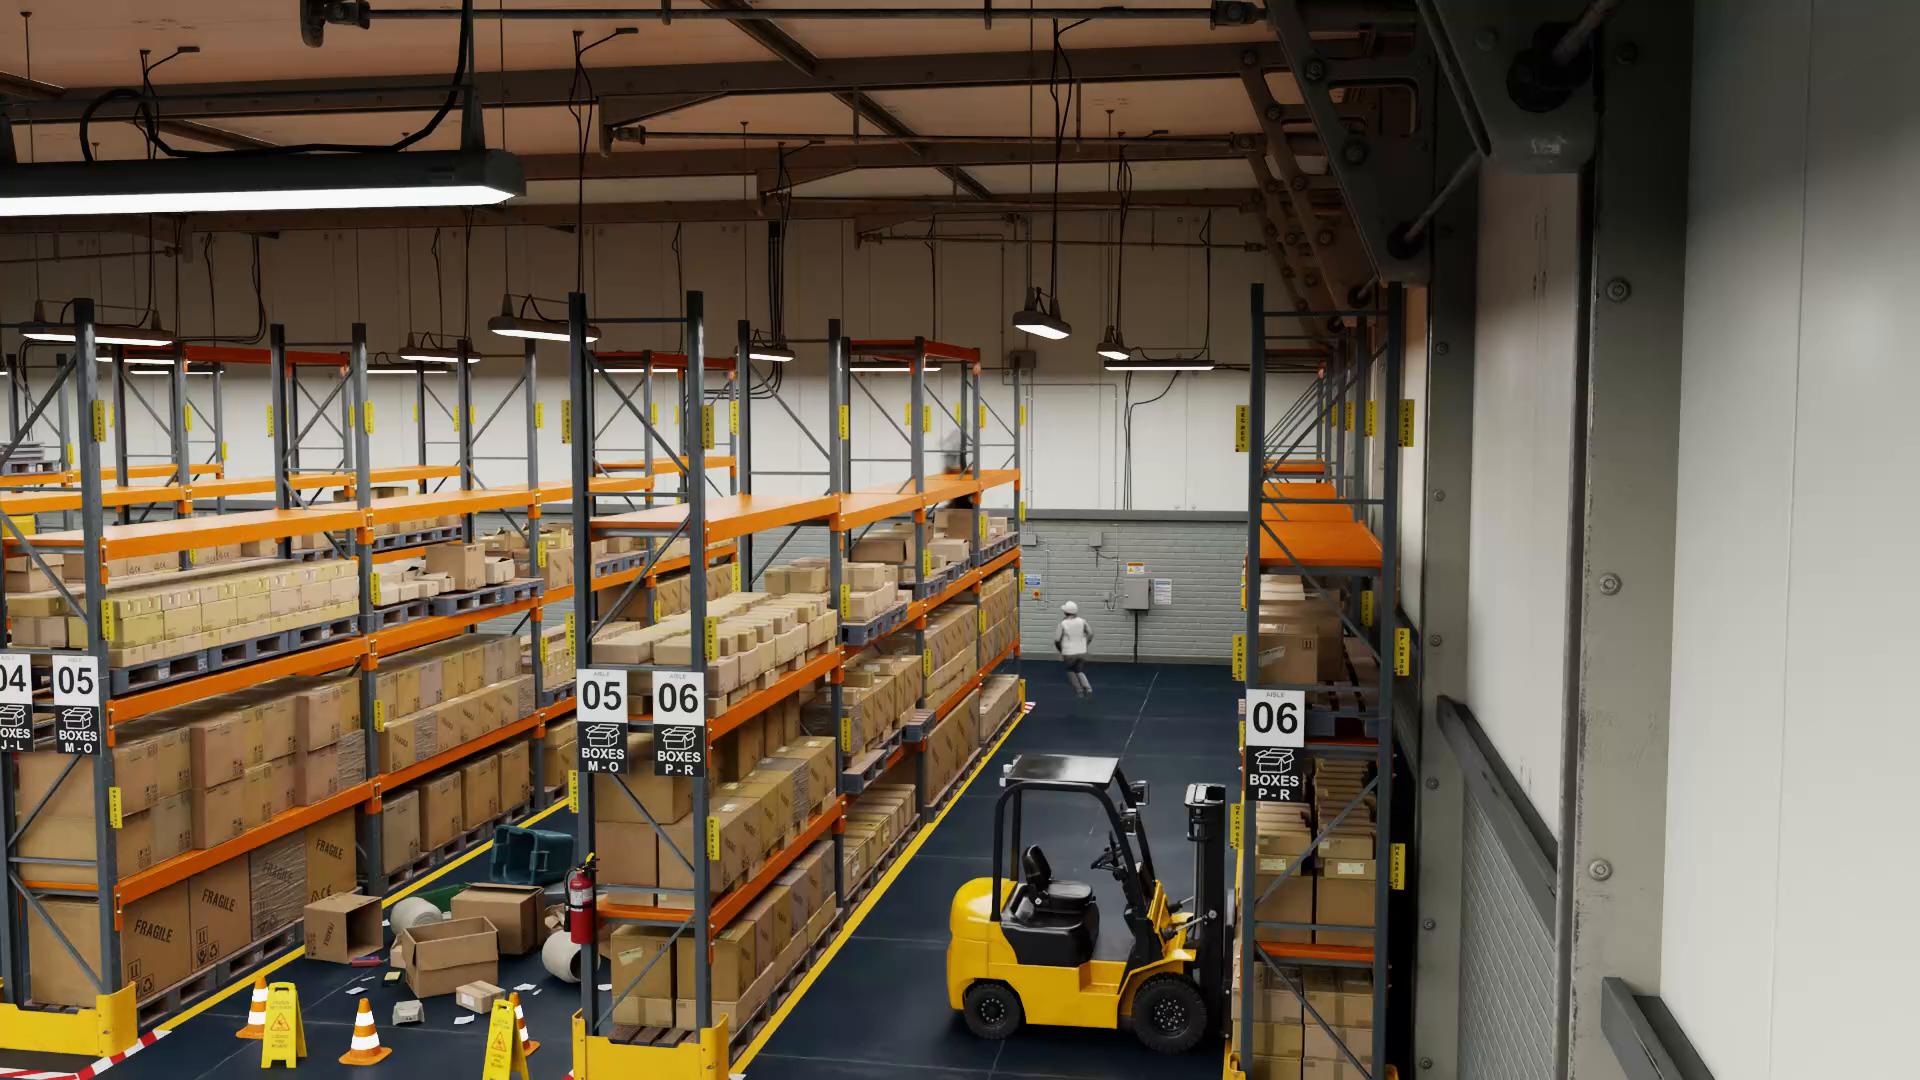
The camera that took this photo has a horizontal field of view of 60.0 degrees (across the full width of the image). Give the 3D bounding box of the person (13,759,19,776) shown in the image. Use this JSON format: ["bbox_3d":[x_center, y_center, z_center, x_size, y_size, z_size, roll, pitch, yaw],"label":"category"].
[{"bbox_3d":[-12.374,2.583,21.779,0.567,1.631,0.556,0,5,4],"label":"person"}]

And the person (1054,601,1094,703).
[{"bbox_3d":[1.872,1.881,27.855,0.667,1.729,0.546,-2,5,-22],"label":"person"}]
